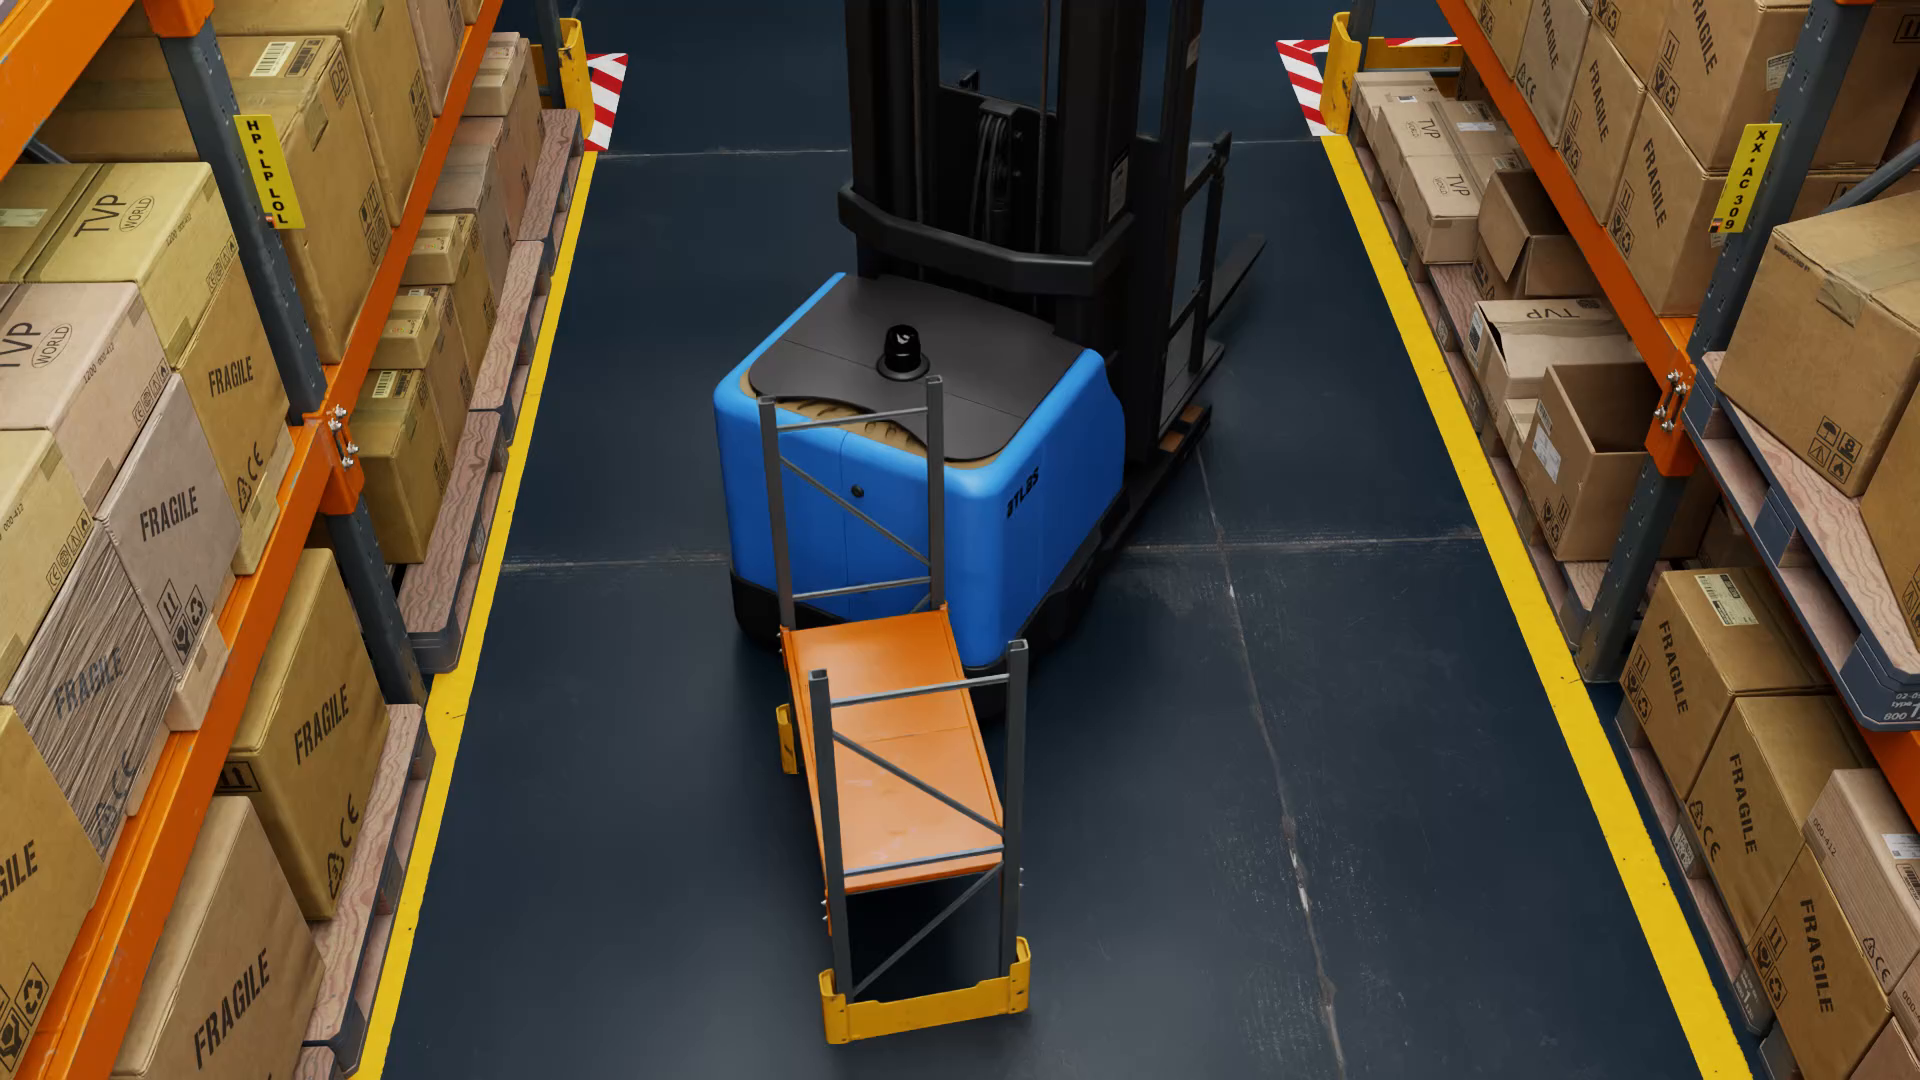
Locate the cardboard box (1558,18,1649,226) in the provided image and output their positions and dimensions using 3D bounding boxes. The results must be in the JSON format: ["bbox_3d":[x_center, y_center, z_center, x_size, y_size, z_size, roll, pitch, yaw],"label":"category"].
[{"bbox_3d":[2.338,-1.379,5.460,0.500,0.500,0.500,-1,43,-1],"label":"cardboard box"}]

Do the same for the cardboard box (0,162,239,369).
[{"bbox_3d":[-2.035,-0.641,3.866,0.500,0.250,0.500,-1,43,-1],"label":"cardboard box"}]

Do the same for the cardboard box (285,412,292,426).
[{"bbox_3d":[-2.432,-0.396,5.521,0.380,0.149,0.250,-2,43,-2],"label":"cardboard box"}]

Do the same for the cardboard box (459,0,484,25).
[{"bbox_3d":[-2.407,-2.495,6.530,0.980,0.700,0.700,-2,43,-2],"label":"cardboard box"}]

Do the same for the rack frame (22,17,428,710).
[{"bbox_3d":[-2.310,-0.519,4.596,1.000,3.000,0.127,-2,43,-2],"label":"rack frame"}]

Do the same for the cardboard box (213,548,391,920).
[{"bbox_3d":[-2.153,0.554,4.706,0.750,0.750,0.750,-1,43,-1],"label":"cardboard box"}]

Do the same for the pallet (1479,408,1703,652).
[{"bbox_3d":[2.610,-0.099,6.202,1.003,0.211,1.213,-2,43,-2],"label":"pallet"}]

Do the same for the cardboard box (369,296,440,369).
[{"bbox_3d":[-2.072,-0.736,5.892,0.380,0.149,0.250,0,43,0],"label":"cardboard box"}]

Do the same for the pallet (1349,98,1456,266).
[{"bbox_3d":[2.507,-1.747,8.000,1.003,0.211,1.213,-2,43,-2],"label":"pallet"}]

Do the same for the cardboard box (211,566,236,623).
[{"bbox_3d":[-2.013,0.132,4.057,0.380,0.149,0.250,0,43,0],"label":"cardboard box"}]

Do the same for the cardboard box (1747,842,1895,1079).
[{"bbox_3d":[2.463,1.126,4.326,0.500,0.500,0.500,-1,43,-1],"label":"cardboard box"}]

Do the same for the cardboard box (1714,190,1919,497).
[{"bbox_3d":[2.435,-0.529,4.223,0.700,0.500,0.500,-15,45,-16],"label":"cardboard box"}]

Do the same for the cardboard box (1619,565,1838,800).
[{"bbox_3d":[2.416,0.429,5.086,0.500,0.500,0.500,-3,43,-4],"label":"cardboard box"}]

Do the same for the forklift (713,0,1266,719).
[{"bbox_3d":[0.350,-1.477,5.692,1.130,2.935,3.031,20,46,20],"label":"forklift"}]

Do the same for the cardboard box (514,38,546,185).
[{"bbox_3d":[-2.351,-1.983,7.733,0.700,0.500,0.500,-2,43,-2],"label":"cardboard box"}]

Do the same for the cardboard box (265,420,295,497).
[{"bbox_3d":[-2.013,-0.214,4.434,0.380,0.149,0.250,-1,43,-1],"label":"cardboard box"}]

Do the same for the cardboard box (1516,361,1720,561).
[{"bbox_3d":[2.331,-0.281,5.861,0.500,0.500,0.500,-2,43,-2],"label":"cardboard box"}]

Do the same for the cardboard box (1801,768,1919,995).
[{"bbox_3d":[2.458,0.828,4.096,0.500,0.250,0.500,-2,43,-2],"label":"cardboard box"}]

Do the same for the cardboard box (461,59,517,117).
[{"bbox_3d":[-2.152,-1.968,7.236,0.380,0.149,0.250,-1,43,-1],"label":"cardboard box"}]

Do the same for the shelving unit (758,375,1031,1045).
[{"bbox_3d":[-0.195,0.479,4.618,0.587,1.500,1.083,-8,43,-8],"label":"shelving unit"}]

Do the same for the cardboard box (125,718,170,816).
[{"bbox_3d":[-1.999,0.476,3.682,0.380,0.149,0.250,-2,43,-2],"label":"cardboard box"}]

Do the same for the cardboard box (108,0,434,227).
[{"bbox_3d":[-2.343,-1.489,5.433,0.980,0.700,0.700,-3,43,-3],"label":"cardboard box"}]

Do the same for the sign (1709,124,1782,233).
[{"bbox_3d":[2.097,-0.962,4.439,0.100,0.325,0.005,-2,43,-2],"label":"sign"}]

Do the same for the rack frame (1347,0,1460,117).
[{"bbox_3d":[2.469,-3.364,7.700,1.000,3.000,0.127,-2,43,-2],"label":"rack frame"}]

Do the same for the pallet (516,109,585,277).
[{"bbox_3d":[-2.368,-1.654,7.898,1.003,0.211,1.213,-2,43,-2],"label":"pallet"}]

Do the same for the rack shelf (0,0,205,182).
[{"bbox_3d":[-2.226,-0.009,2.353,1.077,0.370,4.000,-2,43,-2],"label":"rack shelf"}]

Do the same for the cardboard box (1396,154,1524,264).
[{"bbox_3d":[2.251,-1.462,7.335,0.500,0.250,0.500,-2,43,-2],"label":"cardboard box"}]

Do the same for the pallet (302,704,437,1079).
[{"bbox_3d":[-2.202,1.028,4.973,1.003,0.211,1.213,-2,43,-2],"label":"pallet"}]

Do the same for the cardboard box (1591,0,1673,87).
[{"bbox_3d":[2.334,-1.749,5.124,0.500,0.500,0.500,-2,43,-3],"label":"cardboard box"}]

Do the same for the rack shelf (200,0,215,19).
[{"bbox_3d":[-2.395,-2.710,5.299,1.077,0.370,4.000,-2,43,-2],"label":"rack shelf"}]

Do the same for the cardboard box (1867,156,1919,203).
[{"bbox_3d":[2.889,-1.053,5.104,0.500,0.500,0.500,-1,43,-1],"label":"cardboard box"}]

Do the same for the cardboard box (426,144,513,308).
[{"bbox_3d":[-2.307,-1.306,6.994,0.700,0.500,0.500,-3,43,-3],"label":"cardboard box"}]

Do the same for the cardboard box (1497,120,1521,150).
[{"bbox_3d":[2.665,-1.846,7.815,0.380,0.166,0.250,-2,43,-2],"label":"cardboard box"}]

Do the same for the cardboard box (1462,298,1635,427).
[{"bbox_3d":[2.299,-0.718,6.477,0.500,0.311,0.500,-2,43,-2],"label":"cardboard box"}]

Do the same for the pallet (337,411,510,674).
[{"bbox_3d":[-2.265,-0.007,6.101,1.003,0.211,1.213,-2,43,-2],"label":"pallet"}]

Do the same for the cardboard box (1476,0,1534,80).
[{"bbox_3d":[2.289,-2.069,6.214,0.500,0.500,0.500,-1,43,-1],"label":"cardboard box"}]

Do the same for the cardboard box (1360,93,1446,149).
[{"bbox_3d":[2.154,-2.021,8.006,0.380,0.166,0.250,-2,43,-2],"label":"cardboard box"}]

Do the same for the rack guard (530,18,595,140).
[{"bbox_3d":[-2.481,-2.314,8.405,1.175,0.500,0.348,-2,43,-2],"label":"rack guard"}]

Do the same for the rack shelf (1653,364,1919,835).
[{"bbox_3d":[2.724,0.952,3.524,1.077,0.370,4.000,-2,43,-2],"label":"rack shelf"}]

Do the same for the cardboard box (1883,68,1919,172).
[{"bbox_3d":[2.900,-1.395,4.738,0.500,0.500,0.500,-1,43,-1],"label":"cardboard box"}]

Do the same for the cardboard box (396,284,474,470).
[{"bbox_3d":[-2.258,-0.599,6.223,0.700,0.500,0.500,-2,43,-2],"label":"cardboard box"}]

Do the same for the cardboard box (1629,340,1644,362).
[{"bbox_3d":[2.790,-0.655,6.516,0.380,0.166,0.250,-2,43,-2],"label":"cardboard box"}]

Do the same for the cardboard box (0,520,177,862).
[{"bbox_3d":[-1.995,0.315,3.378,0.500,0.500,0.500,-2,43,-2],"label":"cardboard box"}]

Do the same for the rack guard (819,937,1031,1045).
[{"bbox_3d":[-0.096,1.269,4.680,0.587,0.250,0.087,-8,43,-8],"label":"rack guard"}]

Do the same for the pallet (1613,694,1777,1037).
[{"bbox_3d":[2.711,0.912,5.099,1.003,0.211,1.213,-2,43,-2],"label":"pallet"}]

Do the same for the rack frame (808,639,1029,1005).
[{"bbox_3d":[-0.092,0.821,4.244,0.500,1.500,0.032,-8,43,-8],"label":"rack frame"}]

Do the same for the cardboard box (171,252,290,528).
[{"bbox_3d":[-2.039,-0.369,4.123,0.500,0.500,0.500,-2,43,-2],"label":"cardboard box"}]
